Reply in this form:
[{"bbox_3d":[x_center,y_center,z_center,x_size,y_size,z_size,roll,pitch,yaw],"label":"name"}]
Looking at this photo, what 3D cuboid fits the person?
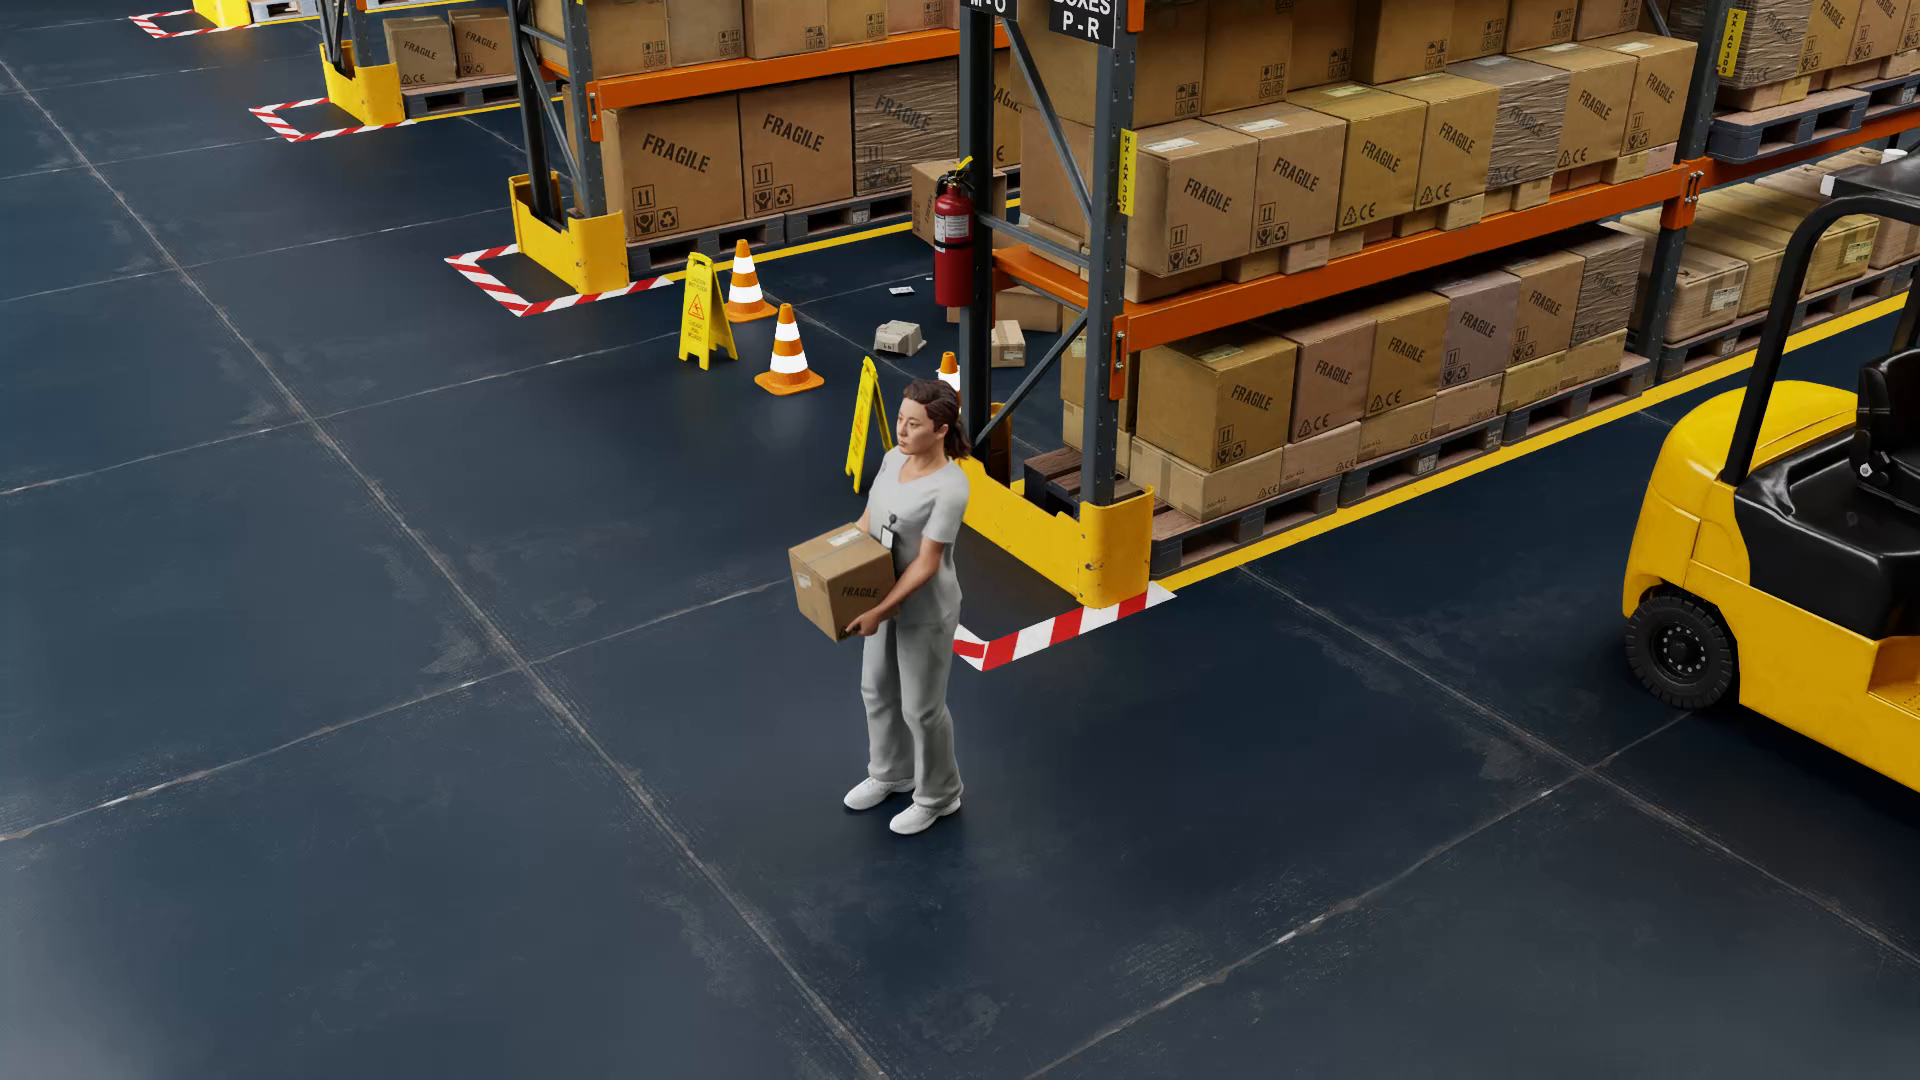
[{"bbox_3d":[-0.215,0.248,5.687,0.558,1.664,0.436,-18,34,-30],"label":"person"}]
